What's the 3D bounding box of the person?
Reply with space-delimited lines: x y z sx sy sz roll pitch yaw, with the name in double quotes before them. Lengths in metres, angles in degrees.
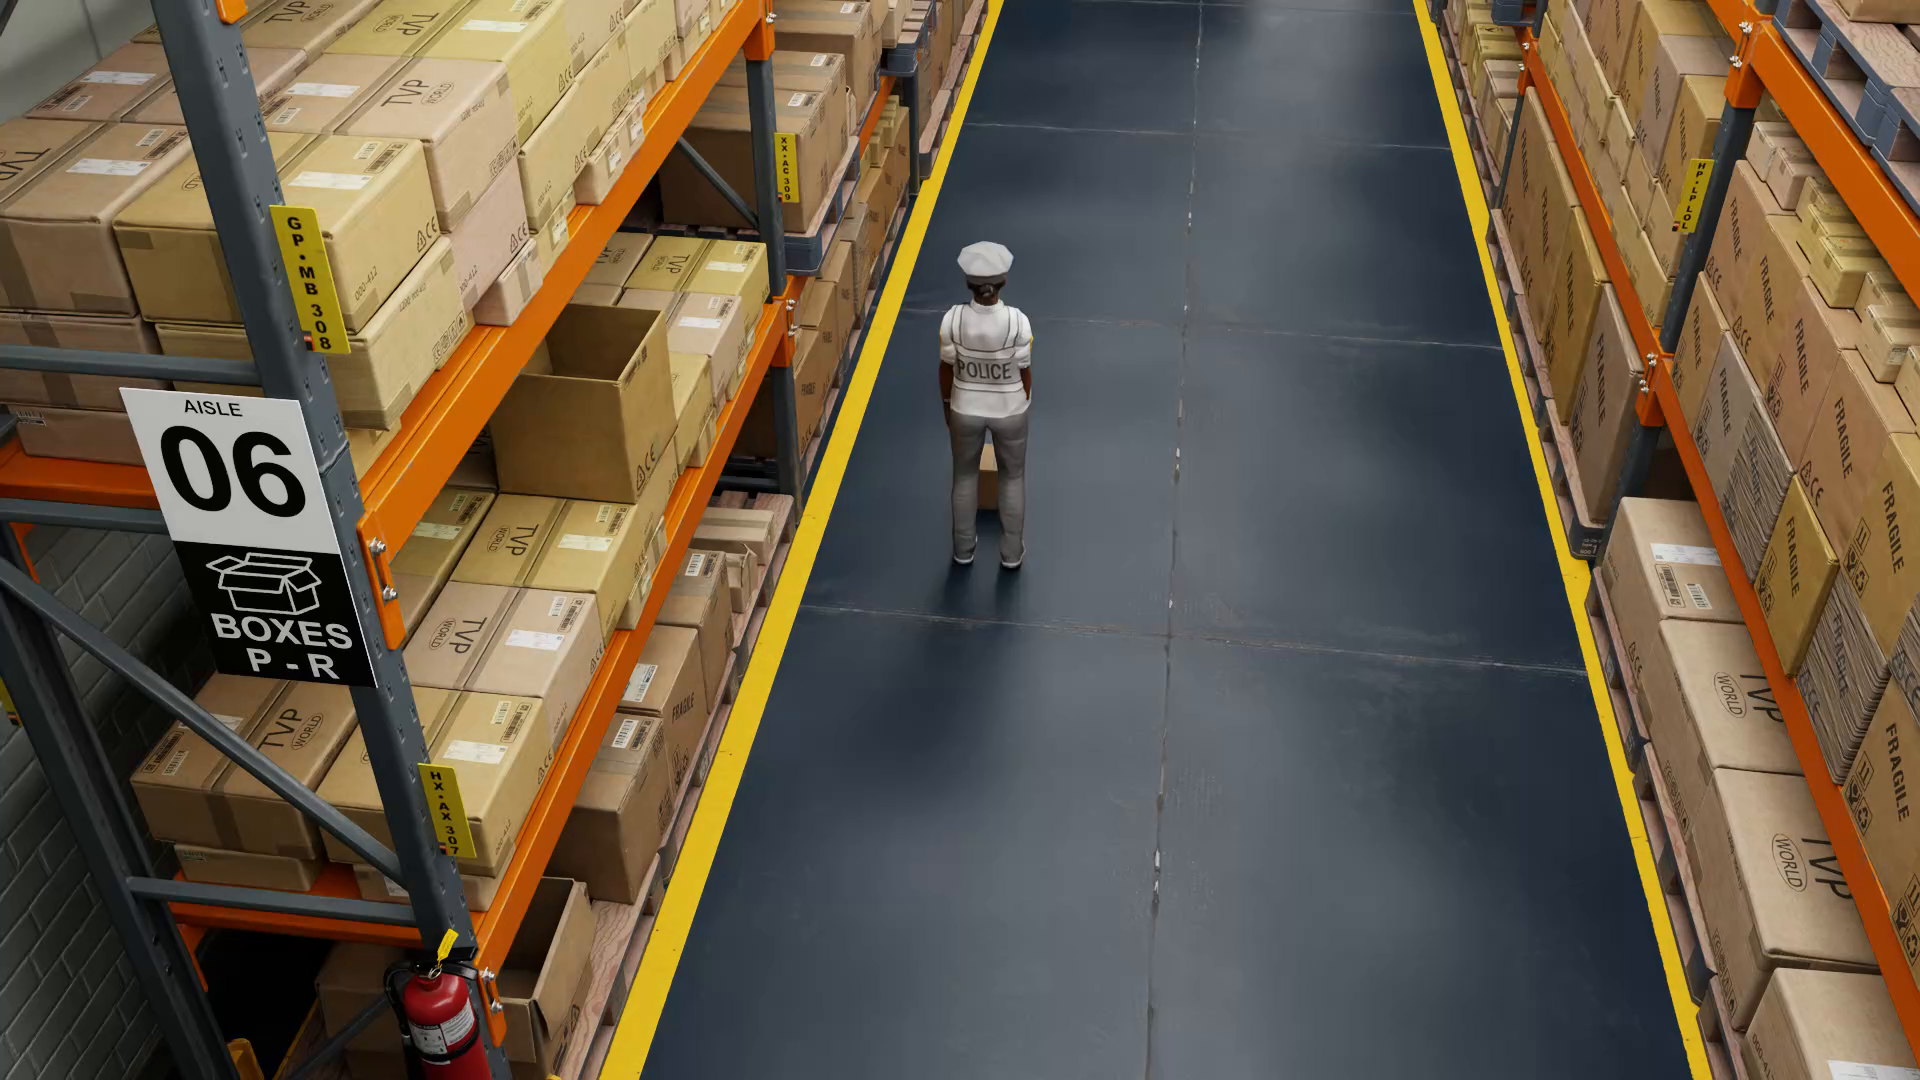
"person" 0.119 -0.605 7.879 0.438 1.675 0.341 4 37 5
